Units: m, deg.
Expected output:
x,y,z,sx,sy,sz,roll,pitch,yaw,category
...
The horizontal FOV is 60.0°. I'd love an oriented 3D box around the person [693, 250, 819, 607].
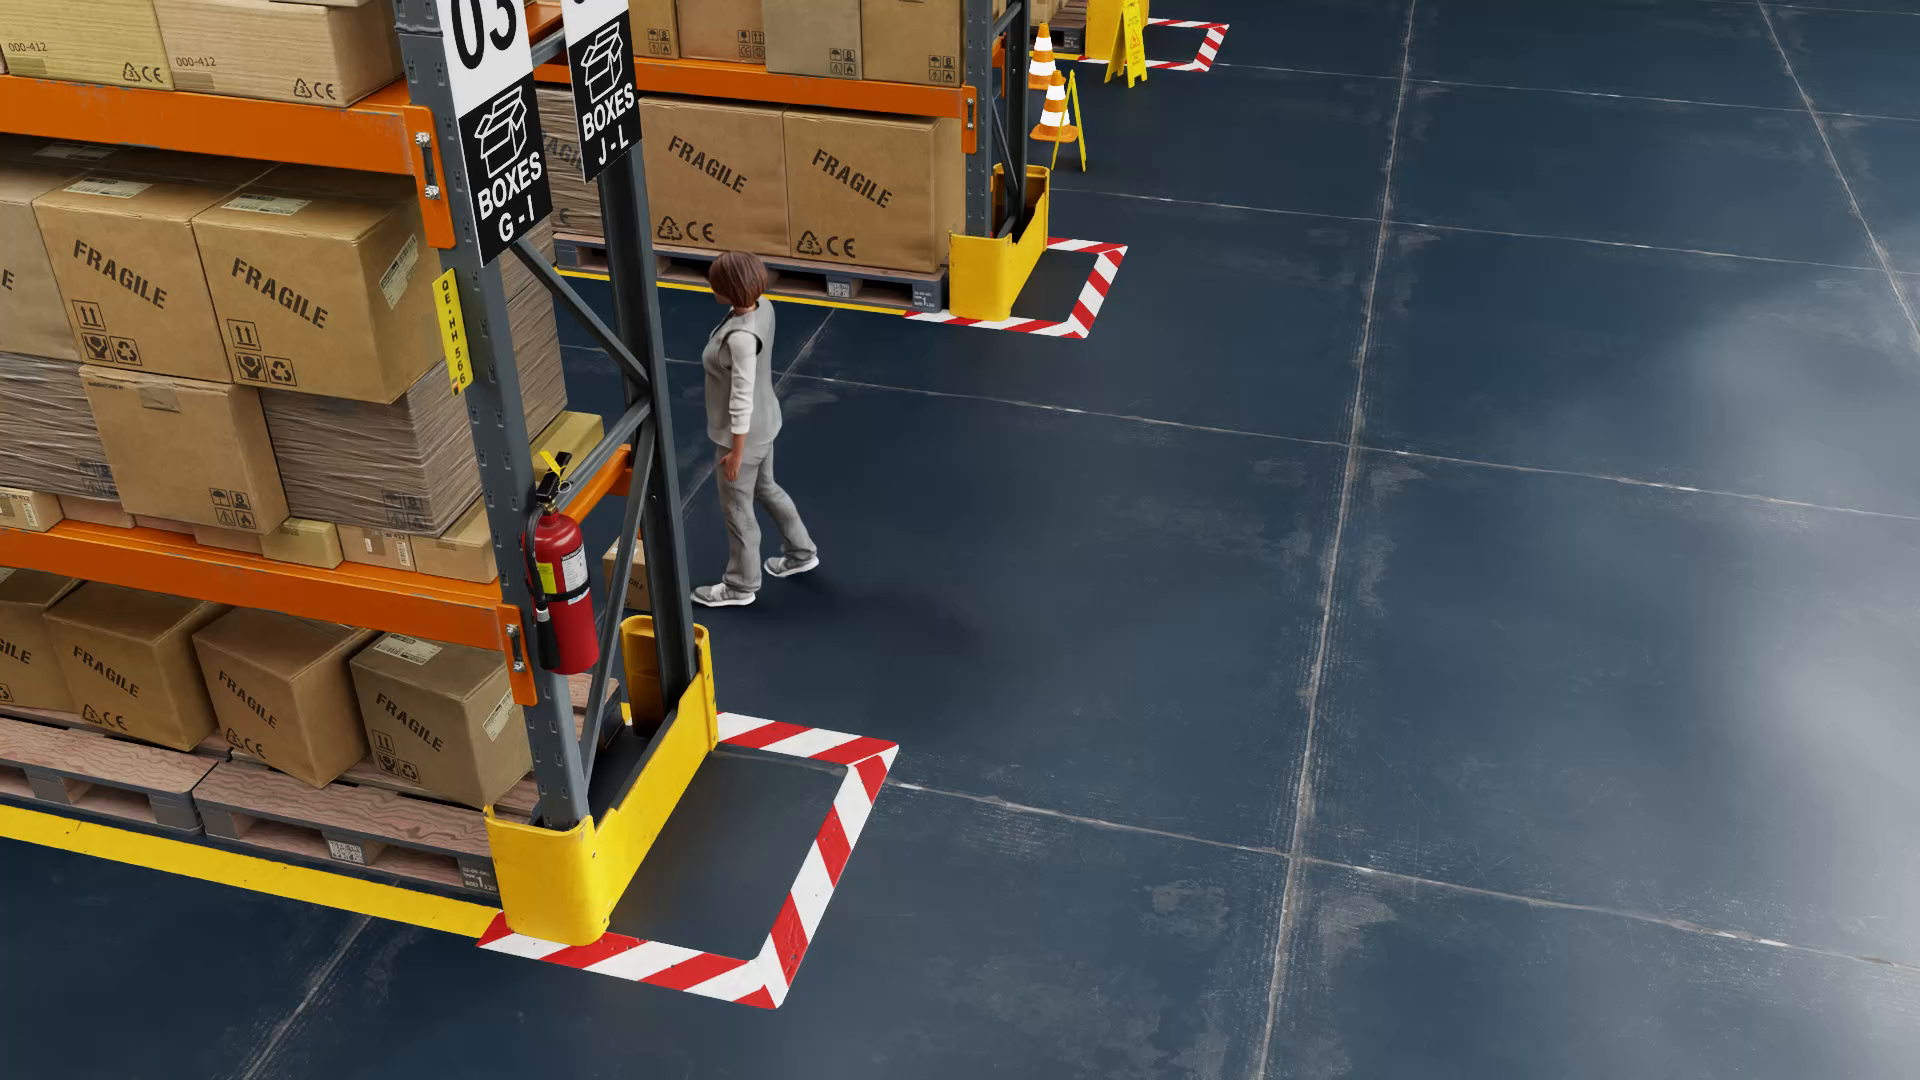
x,y,z,sx,sy,sz,roll,pitch,yaw,category
-0.890,-0.438,6.825,0.509,1.624,0.451,3,33,5,person
